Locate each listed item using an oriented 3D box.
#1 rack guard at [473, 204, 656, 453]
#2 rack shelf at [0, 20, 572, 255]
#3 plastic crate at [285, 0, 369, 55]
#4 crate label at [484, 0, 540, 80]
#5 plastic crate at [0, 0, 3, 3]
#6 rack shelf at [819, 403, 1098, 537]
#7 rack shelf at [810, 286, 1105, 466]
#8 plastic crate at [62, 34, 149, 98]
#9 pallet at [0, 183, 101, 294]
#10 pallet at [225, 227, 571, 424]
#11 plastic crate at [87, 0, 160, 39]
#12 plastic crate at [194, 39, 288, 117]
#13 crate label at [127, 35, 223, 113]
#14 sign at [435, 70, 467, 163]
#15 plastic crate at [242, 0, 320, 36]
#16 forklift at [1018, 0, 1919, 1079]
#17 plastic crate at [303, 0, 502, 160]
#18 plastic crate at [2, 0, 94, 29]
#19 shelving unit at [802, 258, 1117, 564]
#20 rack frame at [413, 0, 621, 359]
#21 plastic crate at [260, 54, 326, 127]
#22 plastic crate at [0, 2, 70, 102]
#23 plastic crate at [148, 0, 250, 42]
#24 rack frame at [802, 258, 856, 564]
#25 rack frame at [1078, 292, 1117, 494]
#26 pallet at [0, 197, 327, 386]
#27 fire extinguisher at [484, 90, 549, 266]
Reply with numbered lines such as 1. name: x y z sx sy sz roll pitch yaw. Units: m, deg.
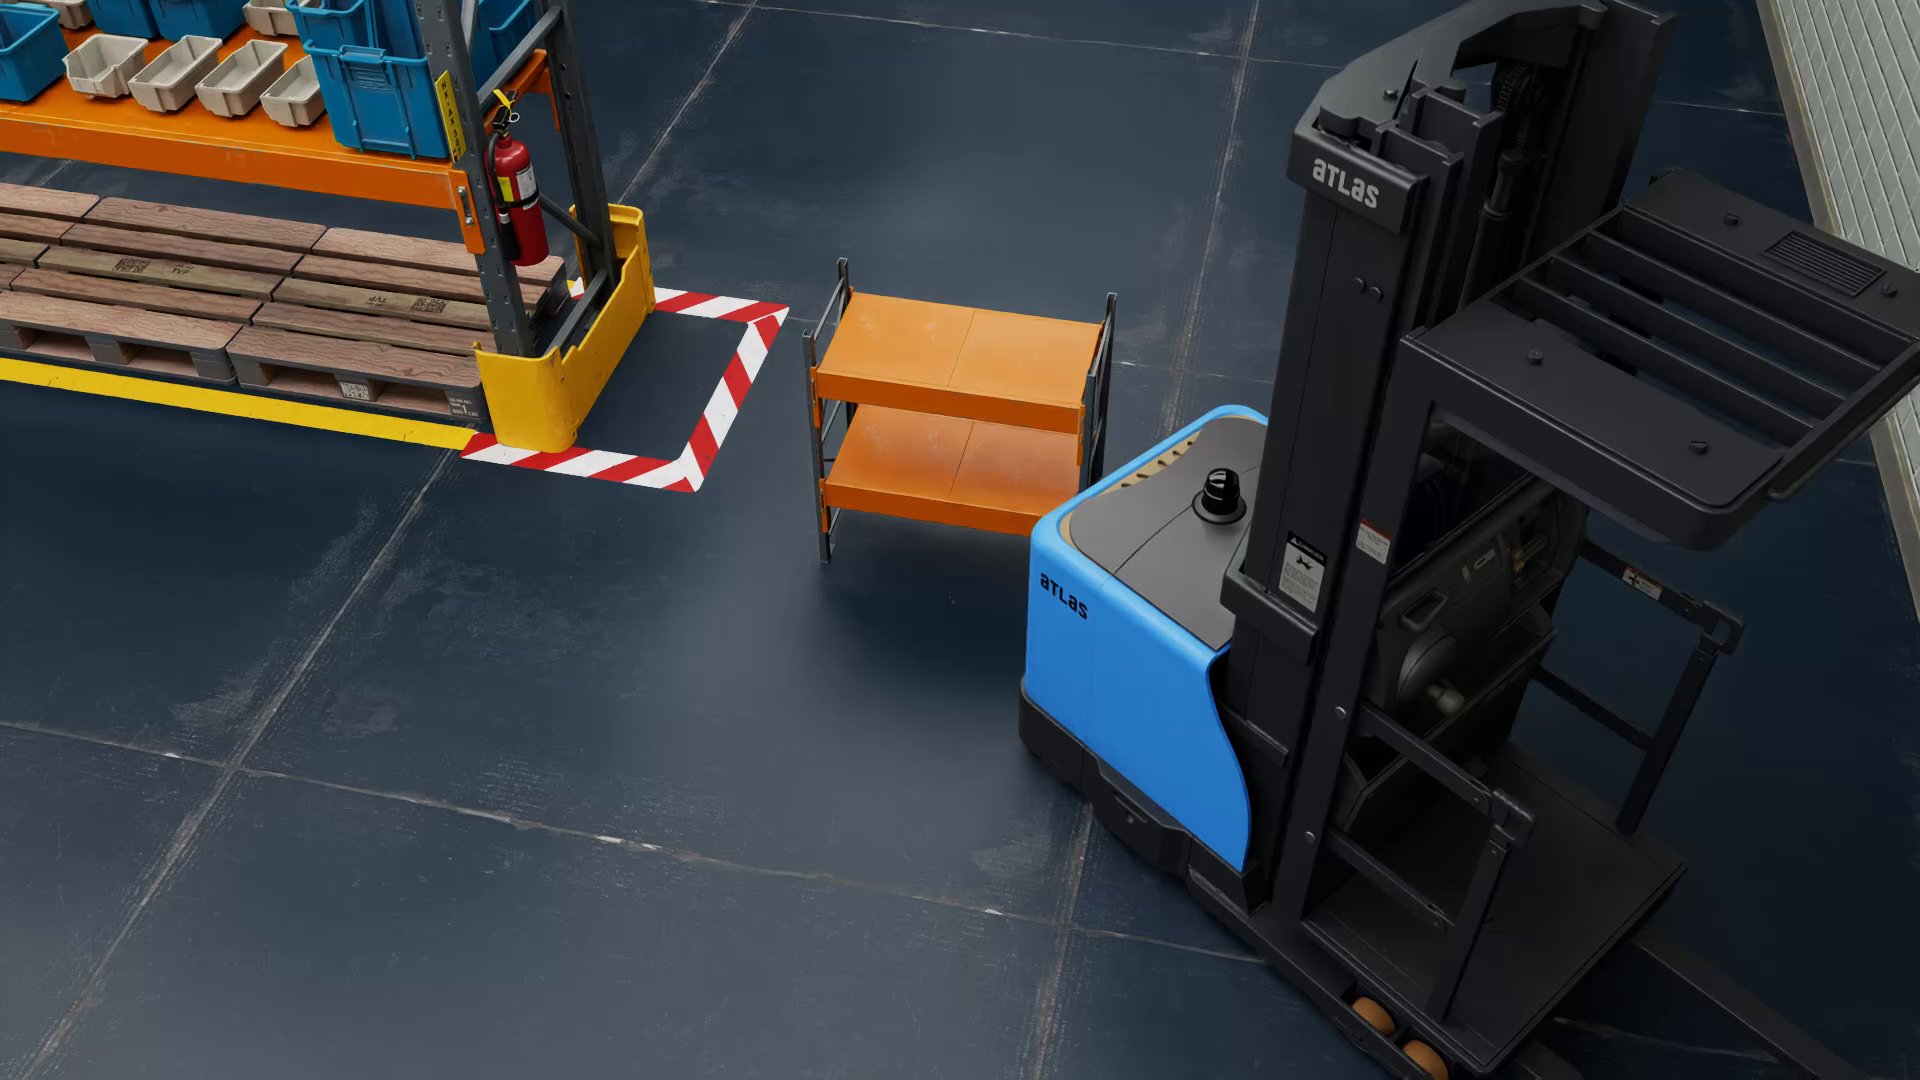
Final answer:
1. rack guard: -1.728 -0.964 7.391 0.348 0.500 1.175 9 45 9
2. rack shelf: -3.706 -1.904 7.083 4.000 0.370 1.077 9 45 9
3. plastic crate: -2.566 -2.181 6.930 0.300 0.233 0.416 9 45 9
4. crate label: -1.923 -2.081 6.827 0.303 0.233 0.416 9 45 9
5. plastic crate: -4.208 -2.089 6.799 0.530 0.282 0.437 9 45 9
6. rack shelf: 0.007 -0.228 6.528 1.000 0.278 0.538 9 45 9
7. rack shelf: 0.007 -0.615 6.156 1.000 0.278 0.538 9 45 9
8. plastic crate: -3.439 -1.899 6.707 0.250 0.136 0.298 9 45 9
9. pallet: -4.932 -1.376 8.027 1.213 0.211 1.003 9 45 9
10. pallet: -2.550 -1.006 7.643 1.213 0.211 1.003 9 45 9
11. plastic crate: -3.501 -2.326 7.081 0.300 0.233 0.416 9 45 9
12. plastic crate: -2.869 -1.841 6.647 0.243 0.136 0.396 9 45 9
13. crate label: -3.146 -1.867 6.673 0.243 0.136 0.396 9 45 9
14. sign: -1.858 -1.544 6.073 0.005 0.325 0.100 9 45 9
15. plastic crate: -2.880 -2.254 7.076 0.298 0.136 0.250 9 45 9
16. forklift: 1.565 0.211 4.417 1.130 2.935 3.031 -32 52 -29
17. plastic crate: -2.122 -1.819 6.408 0.499 0.435 0.616 9 45 9
18. plastic crate: -3.893 -2.332 7.157 0.466 0.136 0.293 9 45 9
19. shelving unit: 0.007 -0.404 6.359 1.048 1.125 0.538 9 45 9
20. rack frame: -1.754 -1.860 6.519 0.127 3.000 1.000 9 45 9
21. plastic crate: -2.590 -1.787 6.591 0.243 0.136 0.396 9 45 9
22. plastic crate: -3.814 -1.959 6.699 0.300 0.233 0.416 9 45 9
23. plastic crate: -3.208 -2.281 7.034 0.300 0.233 0.416 9 45 9
24. rack frame: -0.489 -0.481 6.439 0.032 1.125 0.500 9 45 9
25. rack frame: 0.503 -0.327 6.279 0.032 1.125 0.500 9 45 9
26. pallet: -3.737 -1.193 7.837 1.213 0.211 1.003 9 45 9
27. fire extinguisher: -1.706 -1.367 6.332 0.183 0.674 0.296 9 45 9
